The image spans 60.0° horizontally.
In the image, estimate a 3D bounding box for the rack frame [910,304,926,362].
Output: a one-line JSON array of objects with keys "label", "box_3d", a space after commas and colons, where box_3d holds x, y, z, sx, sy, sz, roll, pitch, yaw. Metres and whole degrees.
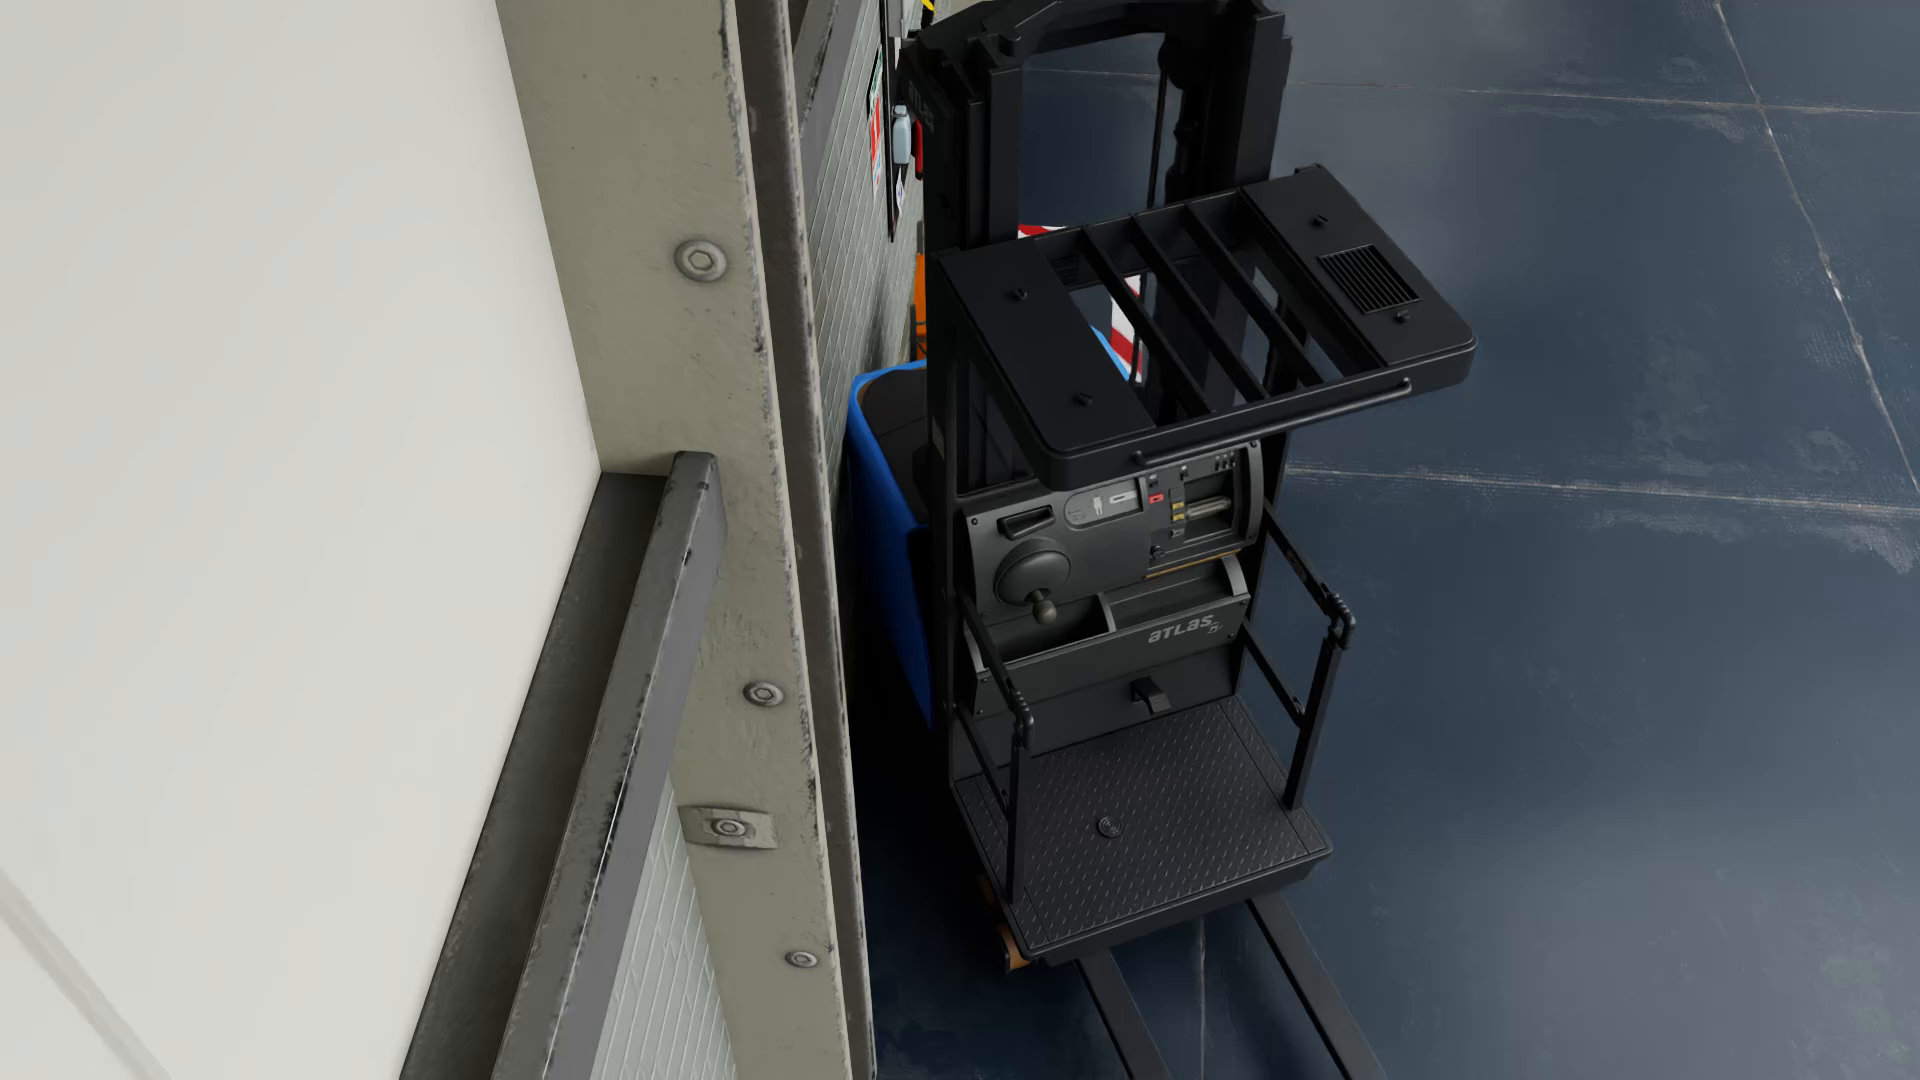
[{"label": "rack frame", "box_3d": [-0.058, -0.428, 6.354, 0.240, 1.200, 0.015, 1, 48, 1]}]

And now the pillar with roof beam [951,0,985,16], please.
[{"label": "pillar with roof beam", "box_3d": [4.401, -5.357, 5.577, 9.100, 9.000, 0.400, 4, 48, 4]}]

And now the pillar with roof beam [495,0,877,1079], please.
[{"label": "pillar with roof beam", "box_3d": [3.854, -0.948, 1.545, 9.100, 9.000, 0.400, 4, 48, 4]}]

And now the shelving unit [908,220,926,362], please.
[{"label": "shelving unit", "box_3d": [-0.050, -0.608, 6.519, 0.258, 1.200, 0.503, 1, 48, 1]}]

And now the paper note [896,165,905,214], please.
[{"label": "paper note", "box_3d": [-0.235, -1.386, 6.607, 0.016, 0.148, 0.142, 4, 48, 4]}]

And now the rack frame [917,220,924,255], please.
[{"label": "rack frame", "box_3d": [-0.043, -0.788, 6.683, 0.240, 1.200, 0.015, 1, 48, 1]}]

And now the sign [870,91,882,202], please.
[{"label": "sign", "box_3d": [-0.303, -1.421, 6.019, 0.001, 0.329, 0.234, 4, 48, 4]}]

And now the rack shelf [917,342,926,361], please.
[{"label": "rack shelf", "box_3d": [-0.050, -0.713, 6.403, 0.258, 0.148, 0.480, 1, 48, 1]}]

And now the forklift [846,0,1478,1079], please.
[{"label": "forklift", "box_3d": [0.539, 0.067, 4.728, 1.130, 2.935, 3.031, -16, 49, -14]}]

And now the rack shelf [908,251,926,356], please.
[{"label": "rack shelf", "box_3d": [-0.051, -0.873, 6.229, 0.258, 0.148, 0.480, 1, 48, 1]}]

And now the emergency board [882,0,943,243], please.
[{"label": "emergency board", "box_3d": [-0.150, -1.808, 6.397, 0.194, 1.169, 0.643, 4, 48, 4]}]

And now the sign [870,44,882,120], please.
[{"label": "sign", "box_3d": [-0.294, -1.603, 5.826, 0.001, 0.109, 0.331, 4, 48, 4]}]
